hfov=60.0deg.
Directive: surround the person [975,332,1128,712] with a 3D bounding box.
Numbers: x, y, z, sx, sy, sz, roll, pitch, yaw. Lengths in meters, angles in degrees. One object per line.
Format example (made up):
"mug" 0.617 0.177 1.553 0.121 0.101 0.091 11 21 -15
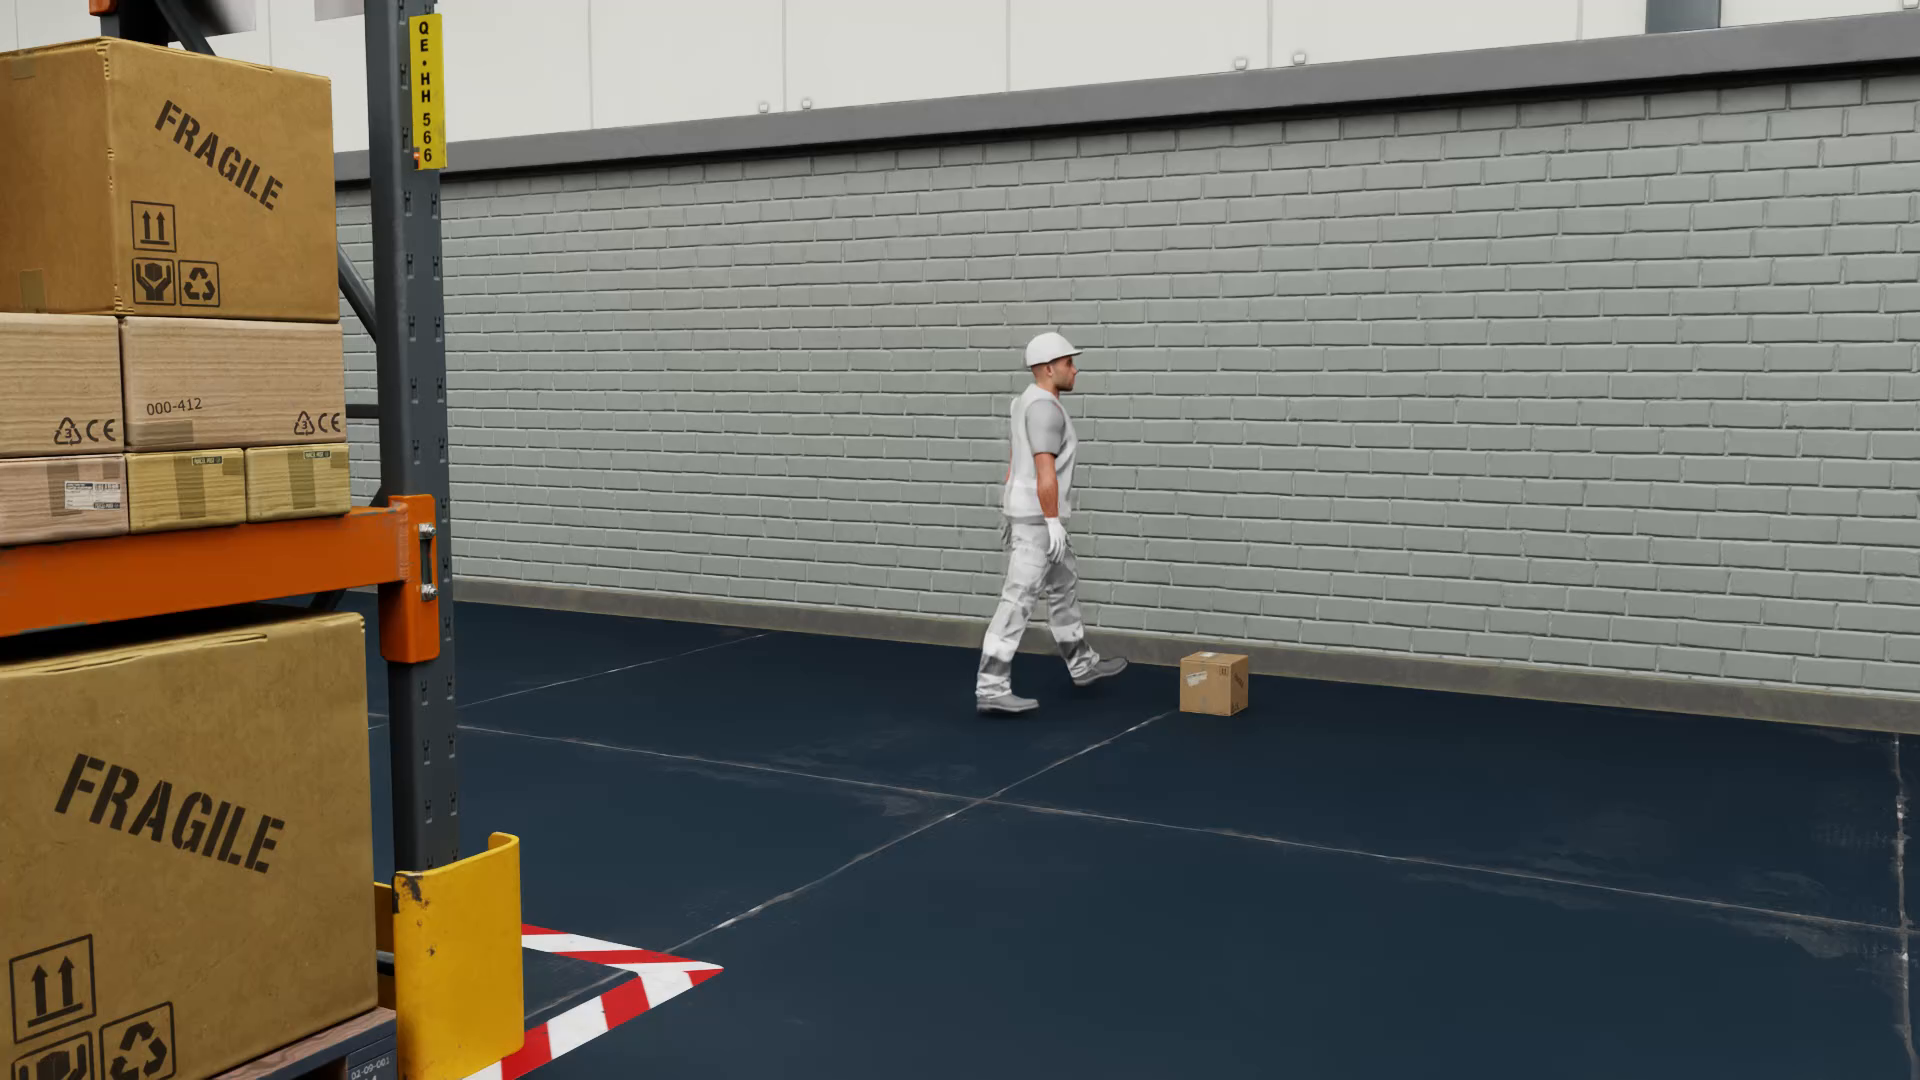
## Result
"person" 0.463 -0.101 7.900 0.829 1.755 0.762 -1 6 -6
